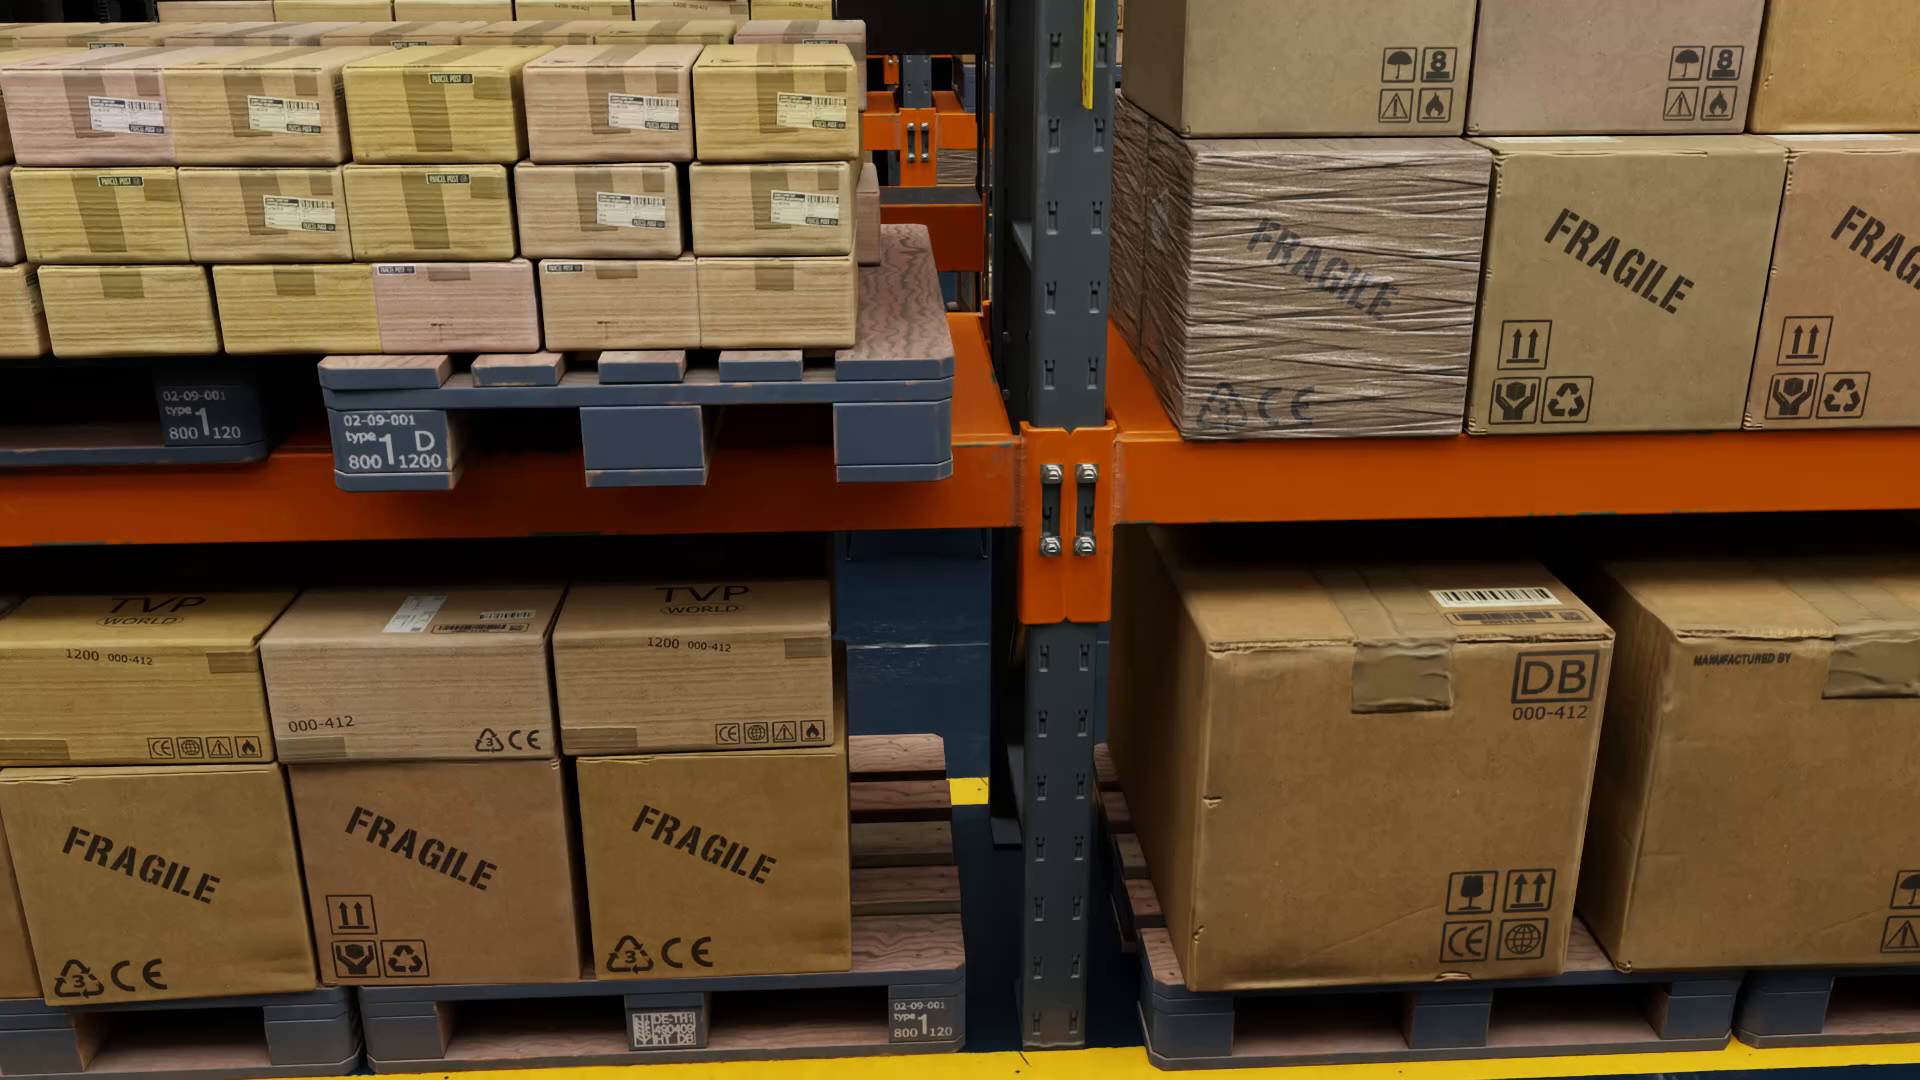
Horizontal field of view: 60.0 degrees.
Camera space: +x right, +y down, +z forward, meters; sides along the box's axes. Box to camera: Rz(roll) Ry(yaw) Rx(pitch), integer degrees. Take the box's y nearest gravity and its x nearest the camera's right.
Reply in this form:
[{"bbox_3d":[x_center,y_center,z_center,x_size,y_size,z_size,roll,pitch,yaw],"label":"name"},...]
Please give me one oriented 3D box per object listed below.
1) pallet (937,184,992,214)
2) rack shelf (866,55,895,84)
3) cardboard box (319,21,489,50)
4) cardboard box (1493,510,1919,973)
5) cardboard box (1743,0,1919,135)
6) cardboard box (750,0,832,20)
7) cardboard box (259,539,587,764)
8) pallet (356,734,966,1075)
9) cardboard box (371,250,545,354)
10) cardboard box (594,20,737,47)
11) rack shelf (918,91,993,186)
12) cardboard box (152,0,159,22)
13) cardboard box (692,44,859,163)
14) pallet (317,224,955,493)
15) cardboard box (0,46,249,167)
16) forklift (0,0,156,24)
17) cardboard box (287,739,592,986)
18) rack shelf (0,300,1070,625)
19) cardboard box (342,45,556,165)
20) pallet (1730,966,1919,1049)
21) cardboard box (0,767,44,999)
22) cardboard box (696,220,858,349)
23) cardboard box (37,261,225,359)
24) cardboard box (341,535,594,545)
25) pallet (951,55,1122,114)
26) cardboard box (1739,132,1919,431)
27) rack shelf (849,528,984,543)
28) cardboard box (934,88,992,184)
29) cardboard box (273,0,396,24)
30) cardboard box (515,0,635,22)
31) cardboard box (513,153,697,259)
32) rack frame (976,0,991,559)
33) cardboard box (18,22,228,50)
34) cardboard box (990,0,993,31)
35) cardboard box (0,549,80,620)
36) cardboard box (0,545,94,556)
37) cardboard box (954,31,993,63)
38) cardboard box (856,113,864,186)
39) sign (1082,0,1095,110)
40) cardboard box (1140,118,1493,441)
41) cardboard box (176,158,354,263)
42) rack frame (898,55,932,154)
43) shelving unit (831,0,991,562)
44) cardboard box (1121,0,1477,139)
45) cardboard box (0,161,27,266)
[{"bbox_3d":[0.317,-2.758,13.068,1.213,0.211,1.003,-1,21,-3],"label":"pallet"},{"bbox_3d":[-2.504,-3.681,12.586,4.000,0.370,1.077,-1,21,-3],"label":"rack shelf"},{"bbox_3d":[-1.087,-0.940,3.301,0.250,0.149,0.380,-2,21,-5],"label":"cardboard box"},{"bbox_3d":[1.649,0.317,3.644,0.750,0.750,1.050,-1,21,-2],"label":"cardboard box"},{"bbox_3d":[1.629,-1.080,3.197,0.500,0.500,0.700,-1,21,-4],"label":"cardboard box"},{"bbox_3d":[-0.689,-2.359,7.608,0.500,0.250,0.500,-1,21,-3],"label":"cardboard box"},{"bbox_3d":[-1.008,0.204,3.239,0.500,0.250,0.500,-1,21,-2],"label":"cardboard box"},{"bbox_3d":[-0.617,0.780,3.776,1.213,0.211,1.003,-1,21,-3],"label":"pallet"},{"bbox_3d":[-0.808,-0.435,2.809,0.250,0.149,0.380,-1,21,-2],"label":"cardboard box"},{"bbox_3d":[-0.577,-0.949,3.324,0.250,0.149,0.380,-2,21,-5],"label":"cardboard box"},{"bbox_3d":[1.777,-2.000,8.168,4.000,0.370,1.077,-1,21,-3],"label":"rack shelf"},{"bbox_3d":[-3.758,-2.286,7.418,0.500,0.250,0.500,-2,21,-5],"label":"cardboard box"},{"bbox_3d":[-0.300,-0.723,2.731,0.250,0.149,0.380,-2,21,-5],"label":"cardboard box"},{"bbox_3d":[-0.542,-0.397,3.217,1.003,0.211,1.213,-1,21,-3],"label":"pallet"},{"bbox_3d":[-1.319,-0.704,2.680,0.250,0.149,0.380,-1,21,-3],"label":"cardboard box"},{"bbox_3d":[-3.383,-1.258,5.305,3.031,2.935,1.130,-2,21,-5],"label":"forklift"},{"bbox_3d":[-0.997,0.549,3.387,0.500,0.500,0.500,0,21,-1],"label":"cardboard box"},{"bbox_3d":[-1.833,-0.162,3.342,4.000,0.370,1.077,-1,21,-3],"label":"rack shelf"},{"bbox_3d":[-0.812,-0.713,2.705,0.250,0.149,0.380,-1,21,-1],"label":"cardboard box"},{"bbox_3d":[2.170,0.751,3.850,1.213,0.211,1.003,-1,21,-3],"label":"pallet"},{"bbox_3d":[-2.027,0.567,3.339,0.500,0.500,0.500,-1,21,-2],"label":"cardboard box"},{"bbox_3d":[-0.303,-0.444,2.835,0.250,0.149,0.380,-1,21,-2],"label":"cardboard box"},{"bbox_3d":[-1.325,-0.425,2.784,0.250,0.149,0.380,-2,21,-5],"label":"cardboard box"},{"bbox_3d":[-1.045,0.021,3.719,0.500,0.250,0.500,-1,21,-4],"label":"cardboard box"},{"bbox_3d":[0.485,-2.258,8.105,1.003,0.211,1.213,-1,21,-3],"label":"pallet"},{"bbox_3d":[1.638,-0.520,3.131,0.500,0.500,0.500,-1,21,-3],"label":"cardboard box"},{"bbox_3d":[-0.165,-0.311,5.992,0.480,0.518,0.431,-1,21,-3],"label":"rack shelf"},{"bbox_3d":[0.116,-3.153,12.933,0.625,0.625,0.875,-1,21,-1],"label":"cardboard box"},{"bbox_3d":[-2.734,-2.308,7.474,0.500,0.250,0.500,-1,21,-2],"label":"cardboard box"},{"bbox_3d":[-1.711,-2.329,7.531,0.500,0.250,0.500,-2,21,-4],"label":"cardboard box"},{"bbox_3d":[-0.570,-0.579,2.770,0.250,0.149,0.380,0,21,-1],"label":"cardboard box"},{"bbox_3d":[0.078,-0.983,5.752,0.015,2.100,0.400,-1,21,-3],"label":"rack frame"},{"bbox_3d":[-1.621,-0.928,3.269,0.250,0.149,0.380,-1,21,-1],"label":"cardboard box"},{"bbox_3d":[0.243,-2.604,7.596,0.500,0.500,0.500,-2,21,-5],"label":"cardboard box"},{"bbox_3d":[-2.036,0.222,3.190,0.500,0.250,0.500,0,21,-1],"label":"cardboard box"},{"bbox_3d":[-2.060,0.038,3.676,0.500,0.250,0.500,-2,21,-5],"label":"cardboard box"},{"bbox_3d":[0.115,-2.315,7.747,0.250,0.149,0.380,-2,21,-6],"label":"cardboard box"},{"bbox_3d":[-0.330,-0.818,3.399,0.250,0.149,0.380,0,21,-1],"label":"cardboard box"},{"bbox_3d":[0.204,-0.850,2.623,0.005,0.325,0.100,-1,21,-3],"label":"sign"},{"bbox_3d":[0.627,-0.499,3.075,0.500,0.500,0.500,-1,21,-2],"label":"cardboard box"},{"bbox_3d":[-1.082,-0.568,2.741,0.250,0.149,0.380,-1,21,-3],"label":"cardboard box"},{"bbox_3d":[-0.220,-2.295,7.933,0.127,3.000,1.000,-1,21,-3],"label":"rack frame"},{"bbox_3d":[-0.165,-0.978,5.739,0.503,2.100,0.431,-1,21,-3],"label":"shelving unit"},{"bbox_3d":[0.612,-1.058,3.139,0.500,0.500,0.700,-1,21,-3],"label":"cardboard box"},{"bbox_3d":[-1.591,-0.558,2.715,0.250,0.149,0.380,-1,21,-2],"label":"cardboard box"}]
